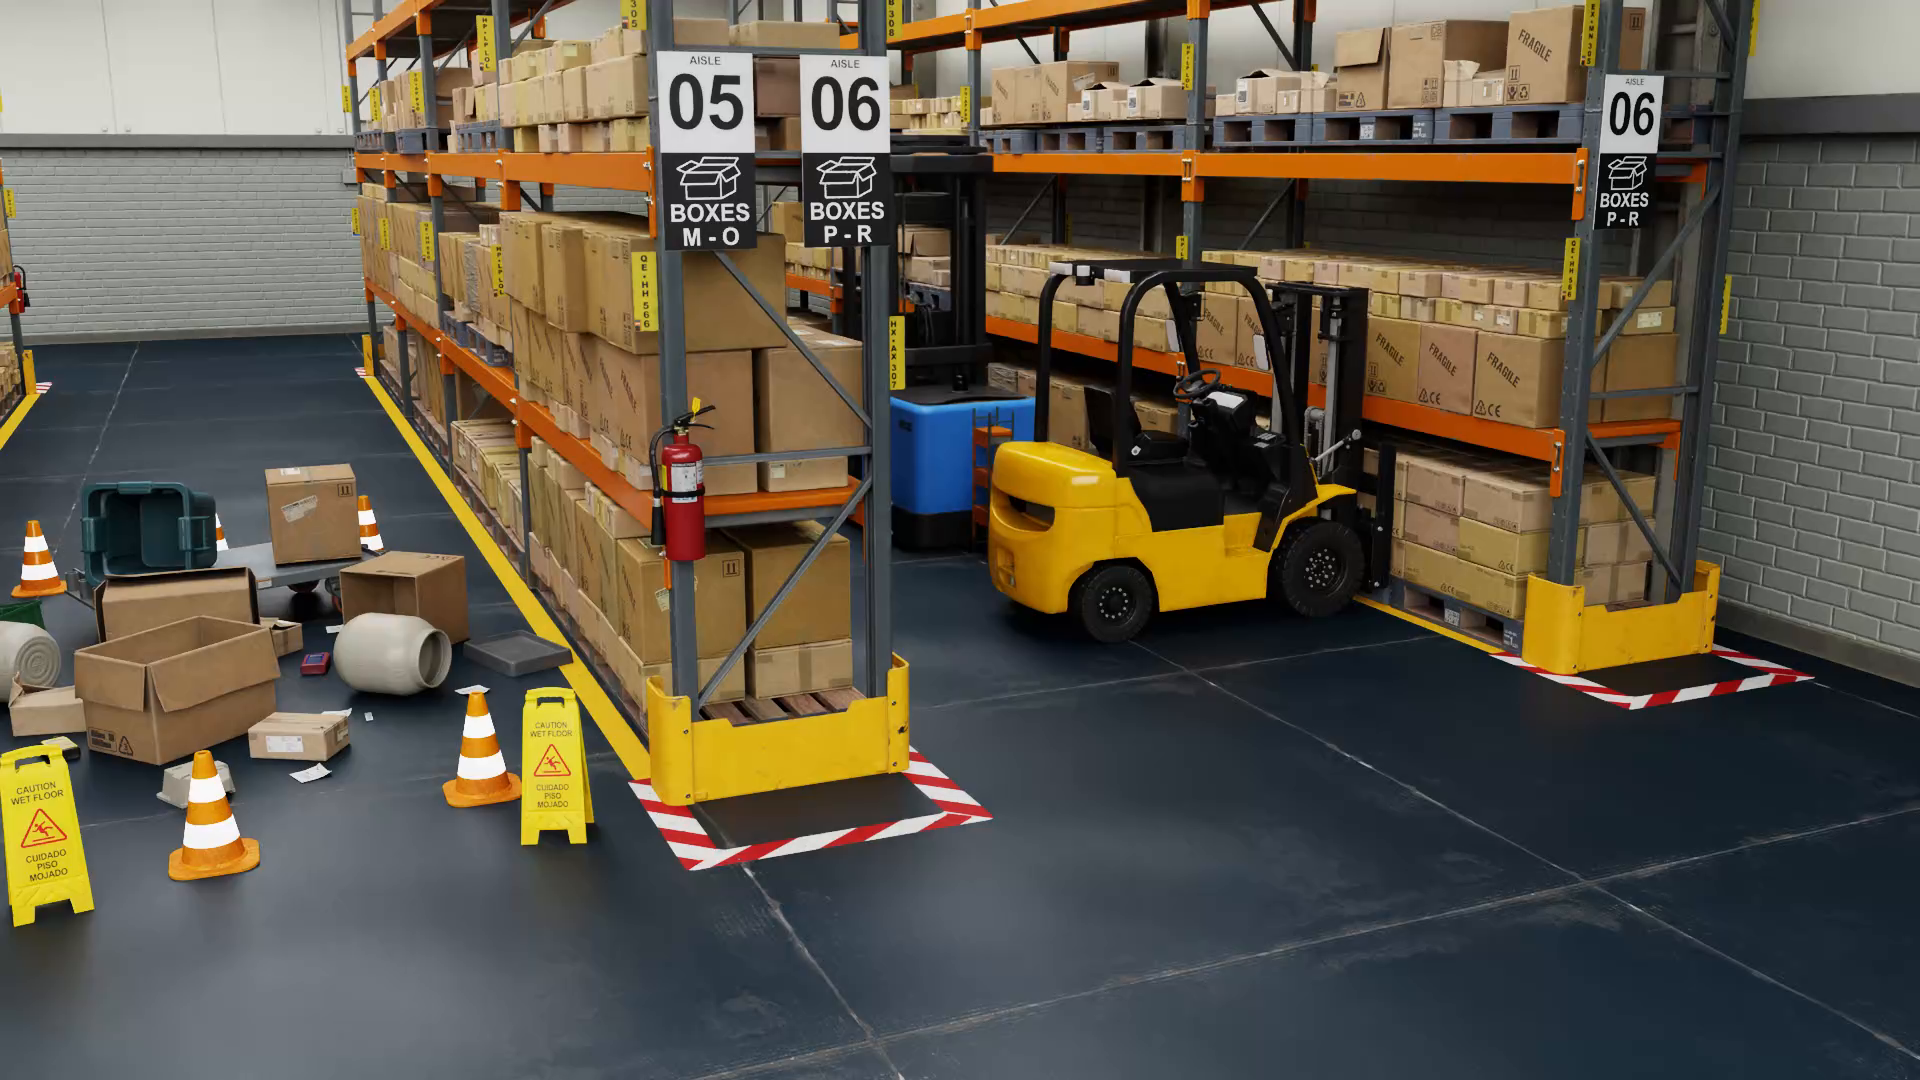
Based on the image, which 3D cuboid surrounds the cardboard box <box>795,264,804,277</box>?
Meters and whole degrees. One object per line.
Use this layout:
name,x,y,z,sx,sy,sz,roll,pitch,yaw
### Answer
cardboard box,-1.868,-3.418,21.043,0.380,0.149,0.250,-6,14,-24

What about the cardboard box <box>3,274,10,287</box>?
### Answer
cardboard box,-11.304,-3.032,19.376,0.380,0.149,0.250,-6,14,-23

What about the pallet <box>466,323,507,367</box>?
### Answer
pallet,-3.164,-1.513,12.679,1.003,0.211,1.213,-6,14,-23

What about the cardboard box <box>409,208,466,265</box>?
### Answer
cardboard box,-4.847,-2.839,15.545,0.500,0.500,0.500,-6,14,-23

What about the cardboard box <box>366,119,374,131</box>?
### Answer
cardboard box,-6.974,-5.011,20.121,0.380,0.149,0.250,-5,14,-21

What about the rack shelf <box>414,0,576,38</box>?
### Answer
rack shelf,-3.193,-3.976,12.073,1.077,0.370,4.000,-6,14,-23

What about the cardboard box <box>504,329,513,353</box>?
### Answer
cardboard box,-2.851,-1.349,11.171,0.380,0.149,0.250,-5,14,-22

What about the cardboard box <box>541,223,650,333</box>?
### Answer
cardboard box,-1.689,-1.327,8.351,0.700,0.500,0.500,-6,14,-24

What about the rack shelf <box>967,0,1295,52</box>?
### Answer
rack shelf,1.353,-4.425,14.014,1.077,0.370,4.000,-6,14,-23

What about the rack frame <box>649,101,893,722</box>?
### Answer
rack frame,-0.790,-0.359,7.268,1.000,3.000,0.127,-6,14,-23

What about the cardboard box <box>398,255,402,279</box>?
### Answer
cardboard box,-5.444,-2.787,16.983,0.500,0.250,0.500,-5,14,-22

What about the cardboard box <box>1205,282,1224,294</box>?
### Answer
cardboard box,2.041,-1.909,12.307,0.380,0.149,0.250,-6,14,-24

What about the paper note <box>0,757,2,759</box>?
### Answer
paper note,-4.538,1.039,7.858,0.032,0.001,0.123,1,13,6

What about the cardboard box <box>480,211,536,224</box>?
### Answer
cardboard box,-3.968,-2.671,14.821,0.500,0.500,0.500,-6,14,-25

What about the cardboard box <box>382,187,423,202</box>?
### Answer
cardboard box,-6.012,-3.725,17.933,0.380,0.149,0.250,-6,14,-24

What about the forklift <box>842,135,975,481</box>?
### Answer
forklift,-0.480,-1.655,13.020,1.121,2.935,3.031,-6,14,-25

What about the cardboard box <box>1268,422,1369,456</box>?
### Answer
cardboard box,2.466,-0.650,11.474,0.500,0.250,0.500,-5,14,-21

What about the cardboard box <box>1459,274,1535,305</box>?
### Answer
cardboard box,3.163,-1.472,9.759,0.380,0.149,0.250,-5,14,-22

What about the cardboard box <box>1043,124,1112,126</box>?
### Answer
cardboard box,1.077,-3.976,15.423,0.500,0.250,0.500,-6,14,-23

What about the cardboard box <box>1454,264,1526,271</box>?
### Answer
cardboard box,3.397,-1.684,10.675,0.380,0.149,0.250,-6,14,-24

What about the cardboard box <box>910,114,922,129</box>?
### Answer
cardboard box,-0.302,-4.363,17.364,0.380,0.149,0.250,-5,14,-21

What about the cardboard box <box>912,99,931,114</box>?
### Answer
cardboard box,-0.273,-4.449,17.075,0.380,0.149,0.250,-6,14,-24

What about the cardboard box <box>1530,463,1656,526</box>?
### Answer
cardboard box,3.738,-0.276,9.861,0.500,0.250,0.500,-6,14,-24

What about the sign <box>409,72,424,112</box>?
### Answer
sign,-4.506,-3.715,13.794,0.100,0.325,0.005,-6,14,-23

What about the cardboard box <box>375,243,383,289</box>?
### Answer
cardboard box,-6.443,-3.168,19.183,0.500,0.500,0.500,-6,14,-24

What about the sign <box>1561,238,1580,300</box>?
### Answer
sign,3.254,-1.441,8.851,0.100,0.325,0.005,-6,14,-23

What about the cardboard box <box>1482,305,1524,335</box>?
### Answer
cardboard box,3.232,-1.269,9.540,0.380,0.149,0.250,-5,14,-22

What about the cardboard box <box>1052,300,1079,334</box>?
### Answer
cardboard box,1.122,-1.956,14.503,0.500,0.250,0.500,-5,14,-21

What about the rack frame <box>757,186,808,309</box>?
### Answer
rack frame,-2.652,-4.113,23.491,1.000,3.000,0.127,-6,14,-23

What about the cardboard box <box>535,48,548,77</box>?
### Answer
cardboard box,-2.110,-2.608,9.123,0.380,0.149,0.250,-6,14,-25

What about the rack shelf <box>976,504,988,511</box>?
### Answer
rack shelf,0.235,-0.189,11.835,0.184,0.087,0.229,-6,14,-25

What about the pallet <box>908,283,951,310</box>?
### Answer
pallet,0.216,-2.501,16.949,1.213,0.211,1.003,-6,14,-23

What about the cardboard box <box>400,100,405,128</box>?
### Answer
cardboard box,-4.867,-3.865,15.131,0.396,0.266,0.258,-6,14,-24

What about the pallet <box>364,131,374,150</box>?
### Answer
pallet,-6.400,-4.678,19.473,1.003,0.211,1.213,-6,14,-23

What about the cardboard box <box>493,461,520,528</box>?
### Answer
cardboard box,-2.896,-0.366,12.195,0.950,0.372,0.625,-5,14,-19

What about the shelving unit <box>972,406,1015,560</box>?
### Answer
shelving unit,0.235,-0.404,11.786,0.215,1.050,0.252,-6,14,-25

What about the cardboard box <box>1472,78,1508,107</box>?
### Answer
cardboard box,3.147,-2.544,9.461,0.380,0.149,0.250,-6,14,-25

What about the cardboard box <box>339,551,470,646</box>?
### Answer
cardboard box,-3.210,0.376,9.632,0.500,0.500,0.500,4,14,16

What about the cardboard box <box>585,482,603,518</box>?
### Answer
cardboard box,-1.760,-0.224,8.749,0.380,0.149,0.250,-5,14,-21

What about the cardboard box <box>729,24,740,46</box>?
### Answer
cardboard box,-0.861,-2.229,7.483,0.380,0.149,0.250,-6,14,-23

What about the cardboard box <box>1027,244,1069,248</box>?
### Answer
cardboard box,0.868,-2.776,16.054,0.380,0.149,0.250,-5,14,-21

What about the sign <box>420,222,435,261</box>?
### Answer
sign,-4.502,-2.525,14.059,0.100,0.325,0.005,-6,14,-23

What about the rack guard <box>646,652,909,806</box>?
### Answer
rack guard,-0.820,0.843,7.617,1.175,0.500,0.348,-6,14,-23

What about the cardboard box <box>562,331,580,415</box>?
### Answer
cardboard box,-1.839,-0.954,8.956,0.500,0.500,0.500,-5,14,-22

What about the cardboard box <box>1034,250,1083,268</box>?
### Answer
cardboard box,0.889,-2.525,14.967,0.380,0.149,0.250,-5,14,-22

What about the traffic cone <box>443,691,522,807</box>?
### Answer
traffic cone,-2.144,0.905,7.434,0.336,0.463,0.334,-6,14,-23

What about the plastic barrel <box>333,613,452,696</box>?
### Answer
plastic barrel,-3.004,0.606,8.811,0.512,0.421,0.421,4,14,16

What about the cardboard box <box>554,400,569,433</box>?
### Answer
cardboard box,-2.056,-0.704,9.315,0.380,0.149,0.250,-6,14,-23

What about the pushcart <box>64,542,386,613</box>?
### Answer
pushcart,-4.461,0.309,10.199,1.648,0.377,0.936,-12,18,-42

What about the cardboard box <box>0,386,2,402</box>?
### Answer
cardboard box,-10.500,-1.554,17.824,0.380,0.149,0.250,-6,14,-24

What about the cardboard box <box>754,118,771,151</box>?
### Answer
cardboard box,-0.812,-1.842,7.580,0.380,0.149,0.250,-6,14,-25

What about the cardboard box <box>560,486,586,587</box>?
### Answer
cardboard box,-1.972,-0.052,9.448,0.500,0.500,0.500,-5,14,-20

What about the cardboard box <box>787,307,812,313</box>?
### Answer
cardboard box,-2.494,-2.967,23.142,0.797,0.503,0.637,-6,14,-25

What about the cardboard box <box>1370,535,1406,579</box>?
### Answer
cardboard box,2.896,0.051,10.665,0.500,0.250,0.500,-5,14,-22
